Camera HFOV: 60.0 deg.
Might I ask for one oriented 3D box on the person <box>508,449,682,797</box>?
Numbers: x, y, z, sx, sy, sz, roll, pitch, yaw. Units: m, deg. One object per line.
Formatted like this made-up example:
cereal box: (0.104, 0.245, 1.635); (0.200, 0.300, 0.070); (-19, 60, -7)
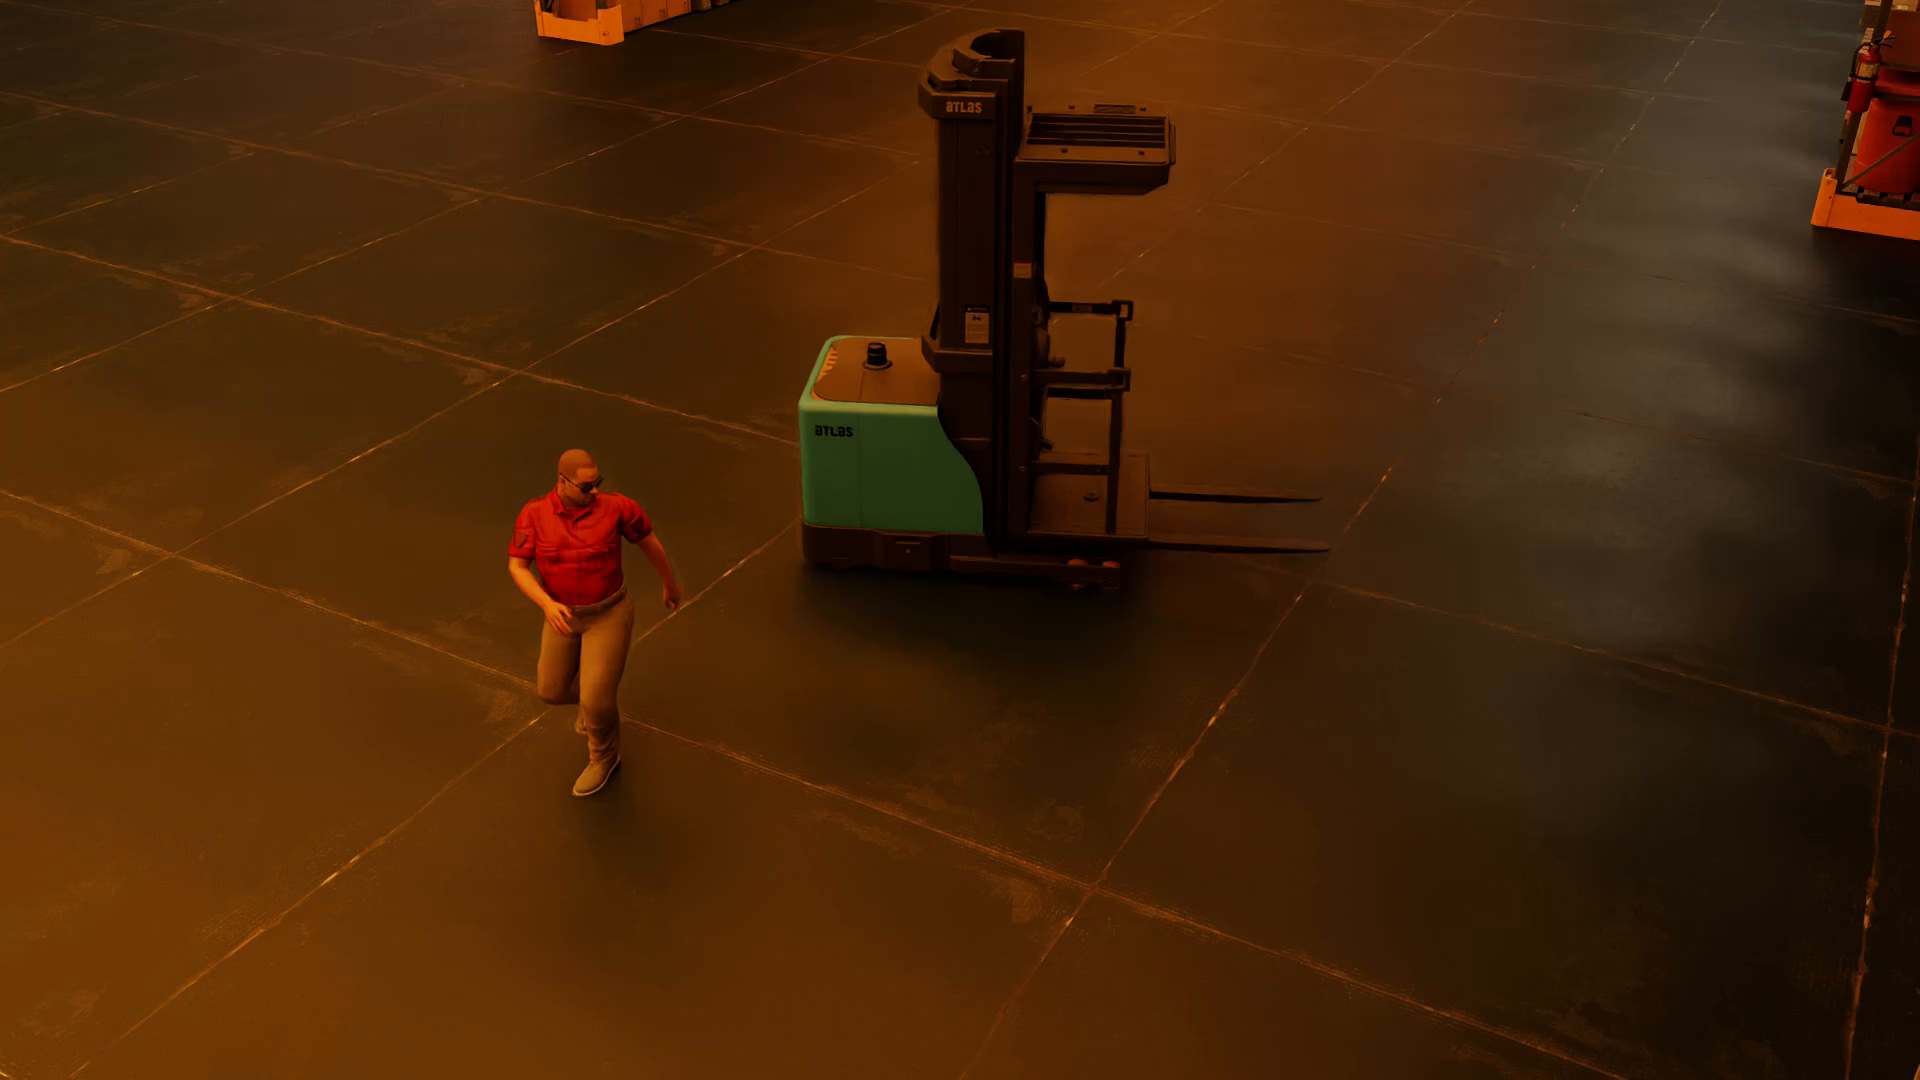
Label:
person: (-1.720, 0.339, 7.768); (0.665, 1.663, 0.695); (6, 31, 11)

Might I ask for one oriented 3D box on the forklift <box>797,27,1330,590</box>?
forklift: (0.633, -1.263, 9.259); (3.031, 2.935, 1.130); (3, 30, 5)
